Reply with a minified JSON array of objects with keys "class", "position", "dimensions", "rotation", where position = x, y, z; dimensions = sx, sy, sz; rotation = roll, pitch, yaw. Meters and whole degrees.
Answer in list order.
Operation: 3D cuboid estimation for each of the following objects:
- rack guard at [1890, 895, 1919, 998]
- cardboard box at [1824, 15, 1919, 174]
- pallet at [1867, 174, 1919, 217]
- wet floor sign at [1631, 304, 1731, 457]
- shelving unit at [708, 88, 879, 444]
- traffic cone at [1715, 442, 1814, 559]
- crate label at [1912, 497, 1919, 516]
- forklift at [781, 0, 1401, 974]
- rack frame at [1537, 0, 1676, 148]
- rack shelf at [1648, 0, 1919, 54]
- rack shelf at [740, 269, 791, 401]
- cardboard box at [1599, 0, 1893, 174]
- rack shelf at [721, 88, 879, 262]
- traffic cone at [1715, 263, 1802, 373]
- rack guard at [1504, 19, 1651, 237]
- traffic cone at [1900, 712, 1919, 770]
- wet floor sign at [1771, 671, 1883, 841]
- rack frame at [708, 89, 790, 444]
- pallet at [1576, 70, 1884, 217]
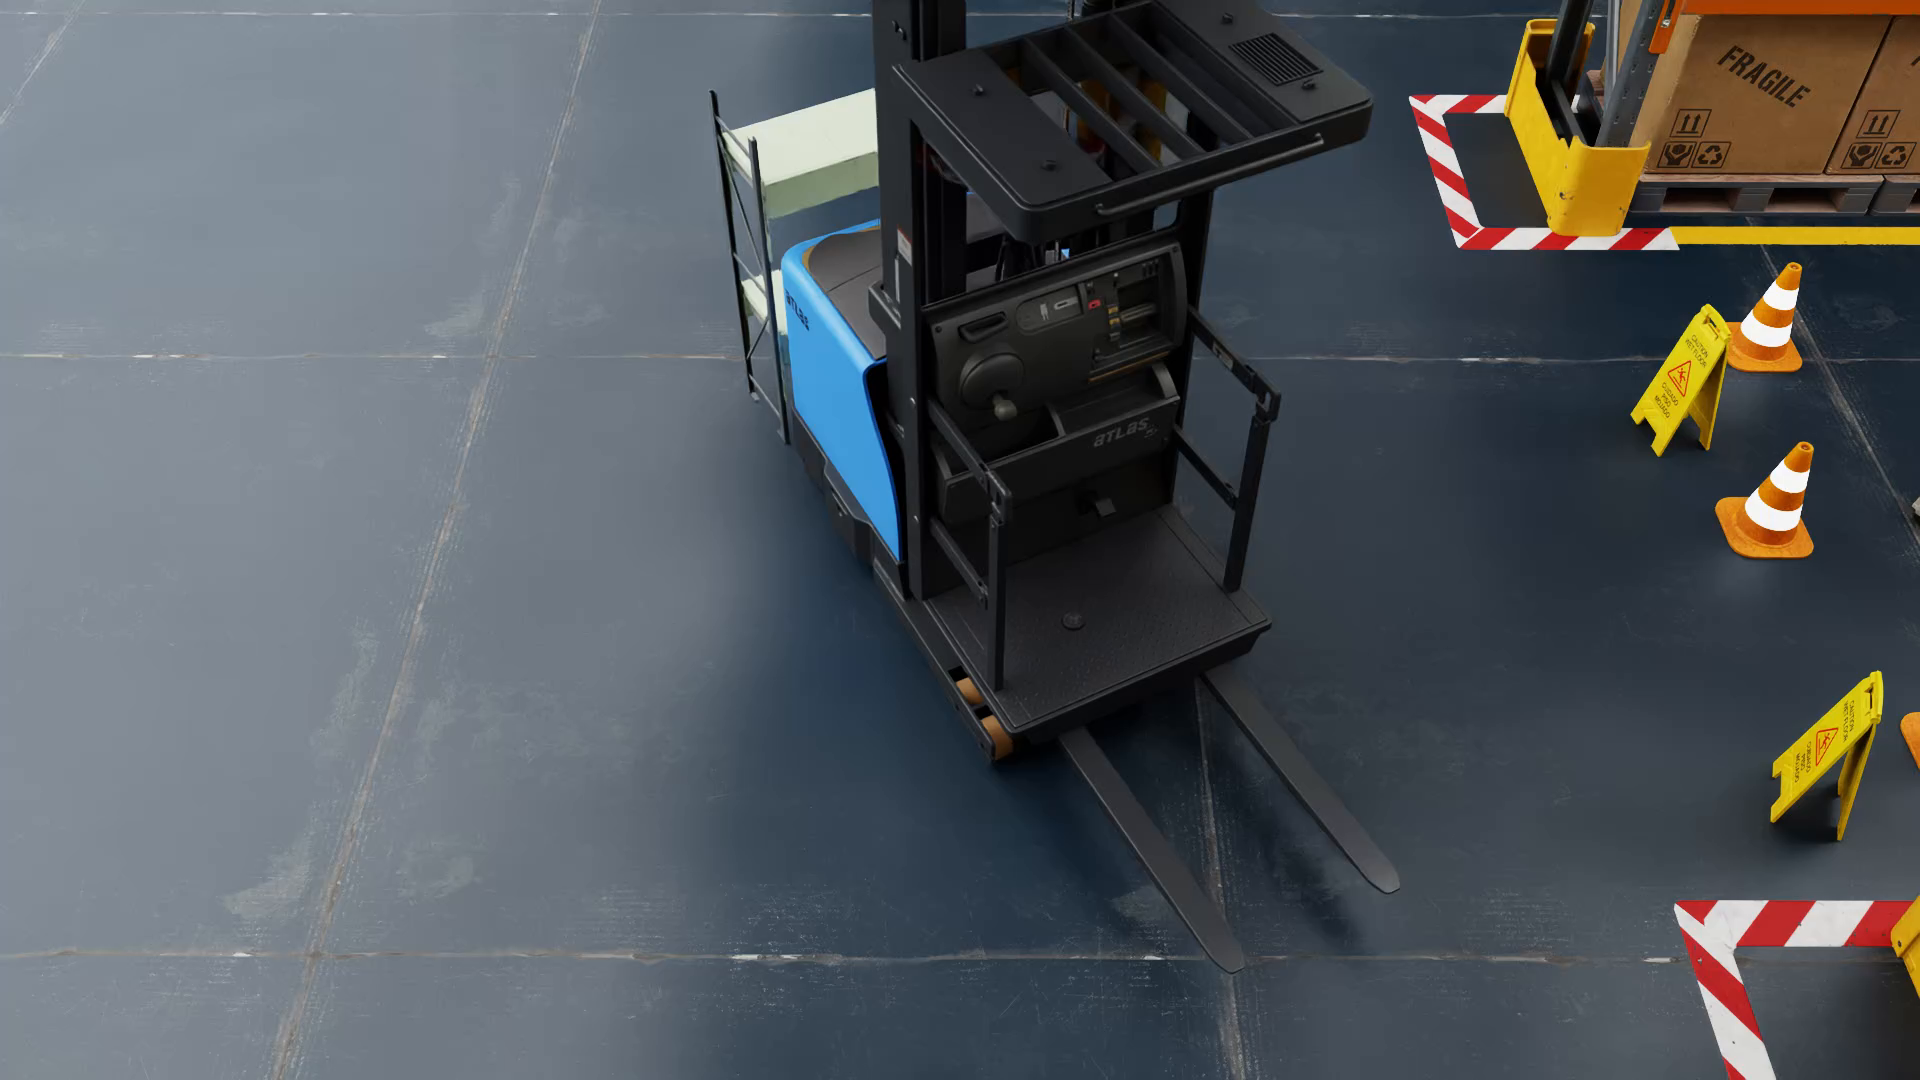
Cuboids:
[{"class":"rack guard","position":[3.258,1.541,4.974],"dimensions":[0.348,0.500,1.175],"rotation":[0,47,0]},{"class":"cardboard box","position":[4.658,-2.400,8.099],"dimensions":[0.875,0.875,0.875],"rotation":[-1,47,0]},{"class":"pallet","position":[5.116,-2.034,8.499],"dimensions":[1.213,0.211,1.003],"rotation":[0,47,0]},{"class":"wet floor sign","position":[3.063,-0.683,6.945],"dimensions":[0.232,0.644,0.267],"rotation":[-7,47,-7]},{"class":"shelving unit","position":[-0.521,-1.190,6.828],"dimensions":[0.755,1.500,0.431],"rotation":[-22,50,-19]},{"class":"traffic cone","position":[3.281,-0.203,6.623],"dimensions":[0.334,0.463,0.336],"rotation":[0,47,0]},{"class":"crate label","position":[4.067,-0.136,6.783],"dimensions":[0.298,0.136,0.250],"rotation":[-23,51,-20]},{"class":"forklift","position":[0.434,-0.586,5.293],"dimensions":[1.130,2.935,3.031],"rotation":[-21,51,-19]},{"class":"rack frame","position":[3.099,-2.935,7.432],"dimensions":[0.127,3.000,1.000],"rotation":[0,47,0]},{"class":"rack shelf","position":[5.099,-2.684,7.691],"dimensions":[4.000,0.370,1.077],"rotation":[0,47,0]},{"class":"rack shelf","position":[-0.519,-0.965,7.064],"dimensions":[0.720,0.370,0.431],"rotation":[-22,50,-19]},{"class":"cardboard box","position":[3.778,-2.400,8.100],"dimensions":[0.875,0.875,0.875],"rotation":[0,47,0]},{"class":"rack shelf","position":[-0.524,-1.460,6.546],"dimensions":[0.720,0.370,0.431],"rotation":[-22,50,-19]},{"class":"traffic cone","position":[3.625,-1.030,7.392],"dimensions":[0.334,0.463,0.336],"rotation":[0,47,0]},{"class":"rack guard","position":[3.075,-2.083,8.347],"dimensions":[0.348,0.500,1.175],"rotation":[0,47,0]},{"class":"traffic cone","position":[3.617,0.610,5.866],"dimensions":[0.334,0.463,0.336],"rotation":[0,47,0]},{"class":"wet floor sign","position":[2.996,0.707,5.651],"dimensions":[0.232,0.644,0.267],"rotation":[15,49,14]},{"class":"rack frame","position":[-0.841,-1.059,6.707],"dimensions":[0.023,1.500,0.400],"rotation":[-22,50,-19]},{"class":"pallet","position":[3.899,-2.040,8.504],"dimensions":[1.213,0.211,1.003],"rotation":[0,47,0]}]
